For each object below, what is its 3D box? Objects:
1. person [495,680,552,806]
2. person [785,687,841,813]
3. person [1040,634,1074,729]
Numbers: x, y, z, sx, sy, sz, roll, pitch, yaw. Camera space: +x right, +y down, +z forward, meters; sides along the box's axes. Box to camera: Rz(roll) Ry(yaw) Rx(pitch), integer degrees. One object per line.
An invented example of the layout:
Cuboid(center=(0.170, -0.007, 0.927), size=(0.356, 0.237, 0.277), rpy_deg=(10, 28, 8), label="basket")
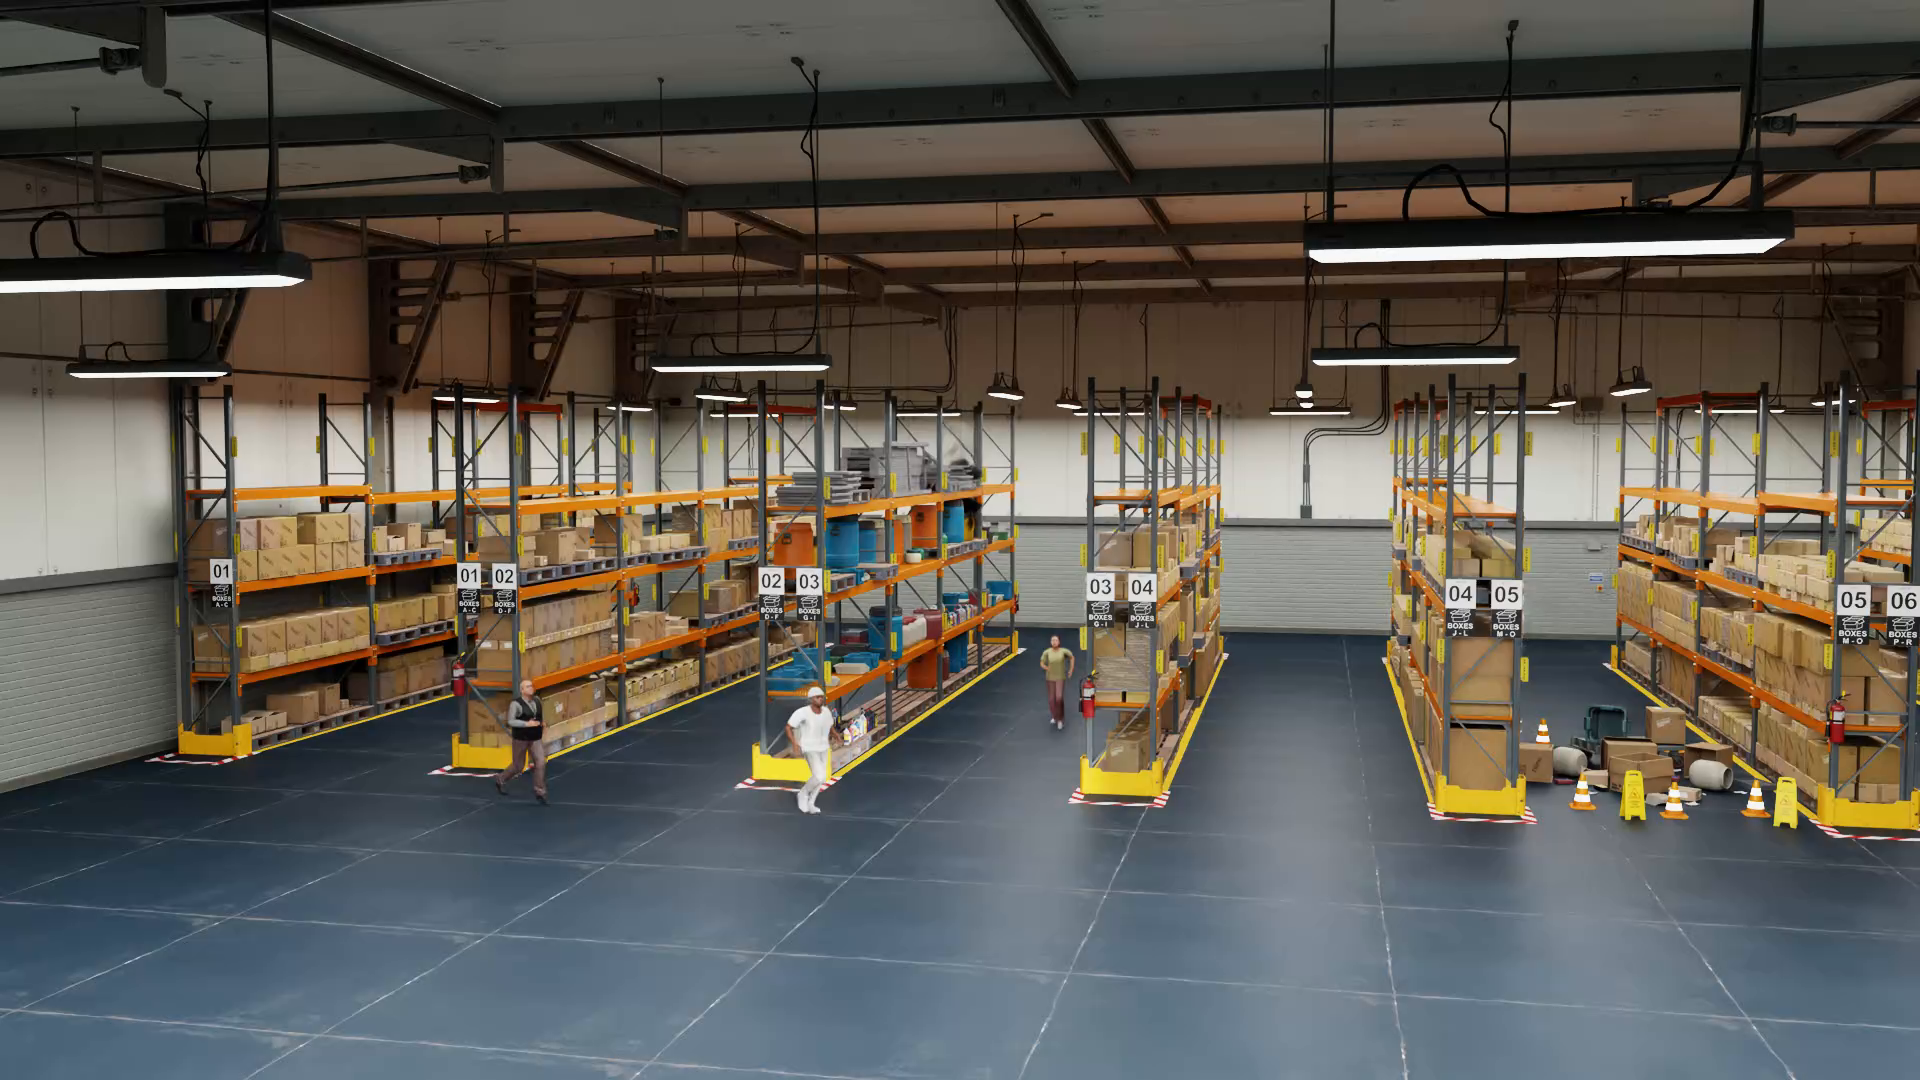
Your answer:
Cuboid(center=(-6.115, 2.831, 23.393), size=(0.968, 1.748, 0.666), rpy_deg=(3, 4, 40), label="person")
Cuboid(center=(-1.936, 2.862, 22.644), size=(0.582, 1.729, 0.705), rpy_deg=(3, 4, 43), label="person")
Cuboid(center=(1.717, 2.527, 29.628), size=(0.592, 1.719, 0.698), rpy_deg=(1, 3, 10), label="person")
